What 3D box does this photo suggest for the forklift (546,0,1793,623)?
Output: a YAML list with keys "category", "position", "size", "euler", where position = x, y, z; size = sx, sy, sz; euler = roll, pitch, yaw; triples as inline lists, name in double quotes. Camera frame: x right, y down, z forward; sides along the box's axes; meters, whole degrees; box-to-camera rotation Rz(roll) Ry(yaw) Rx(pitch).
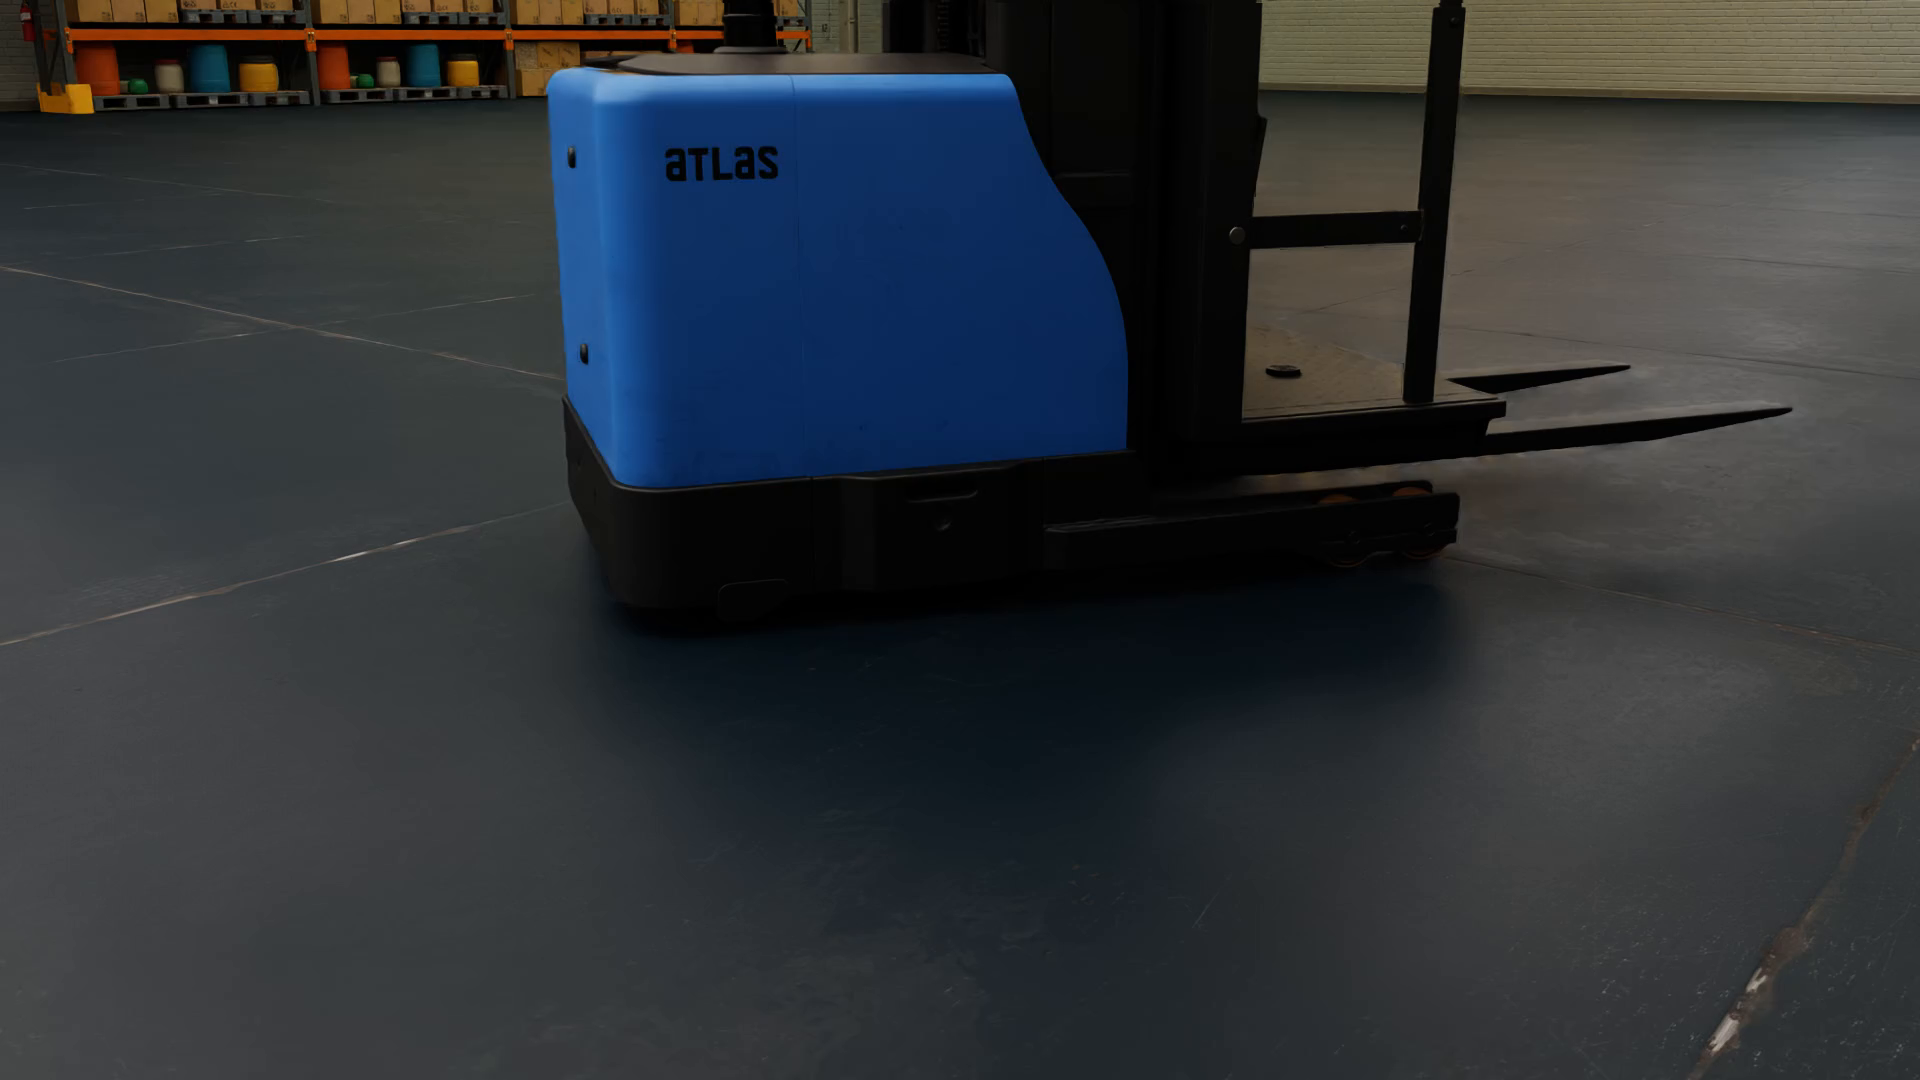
- category: "forklift"
  position: [0.612, -1.477, 3.761]
  size: [3.031, 2.935, 1.130]
  euler: [-6, 18, -18]
